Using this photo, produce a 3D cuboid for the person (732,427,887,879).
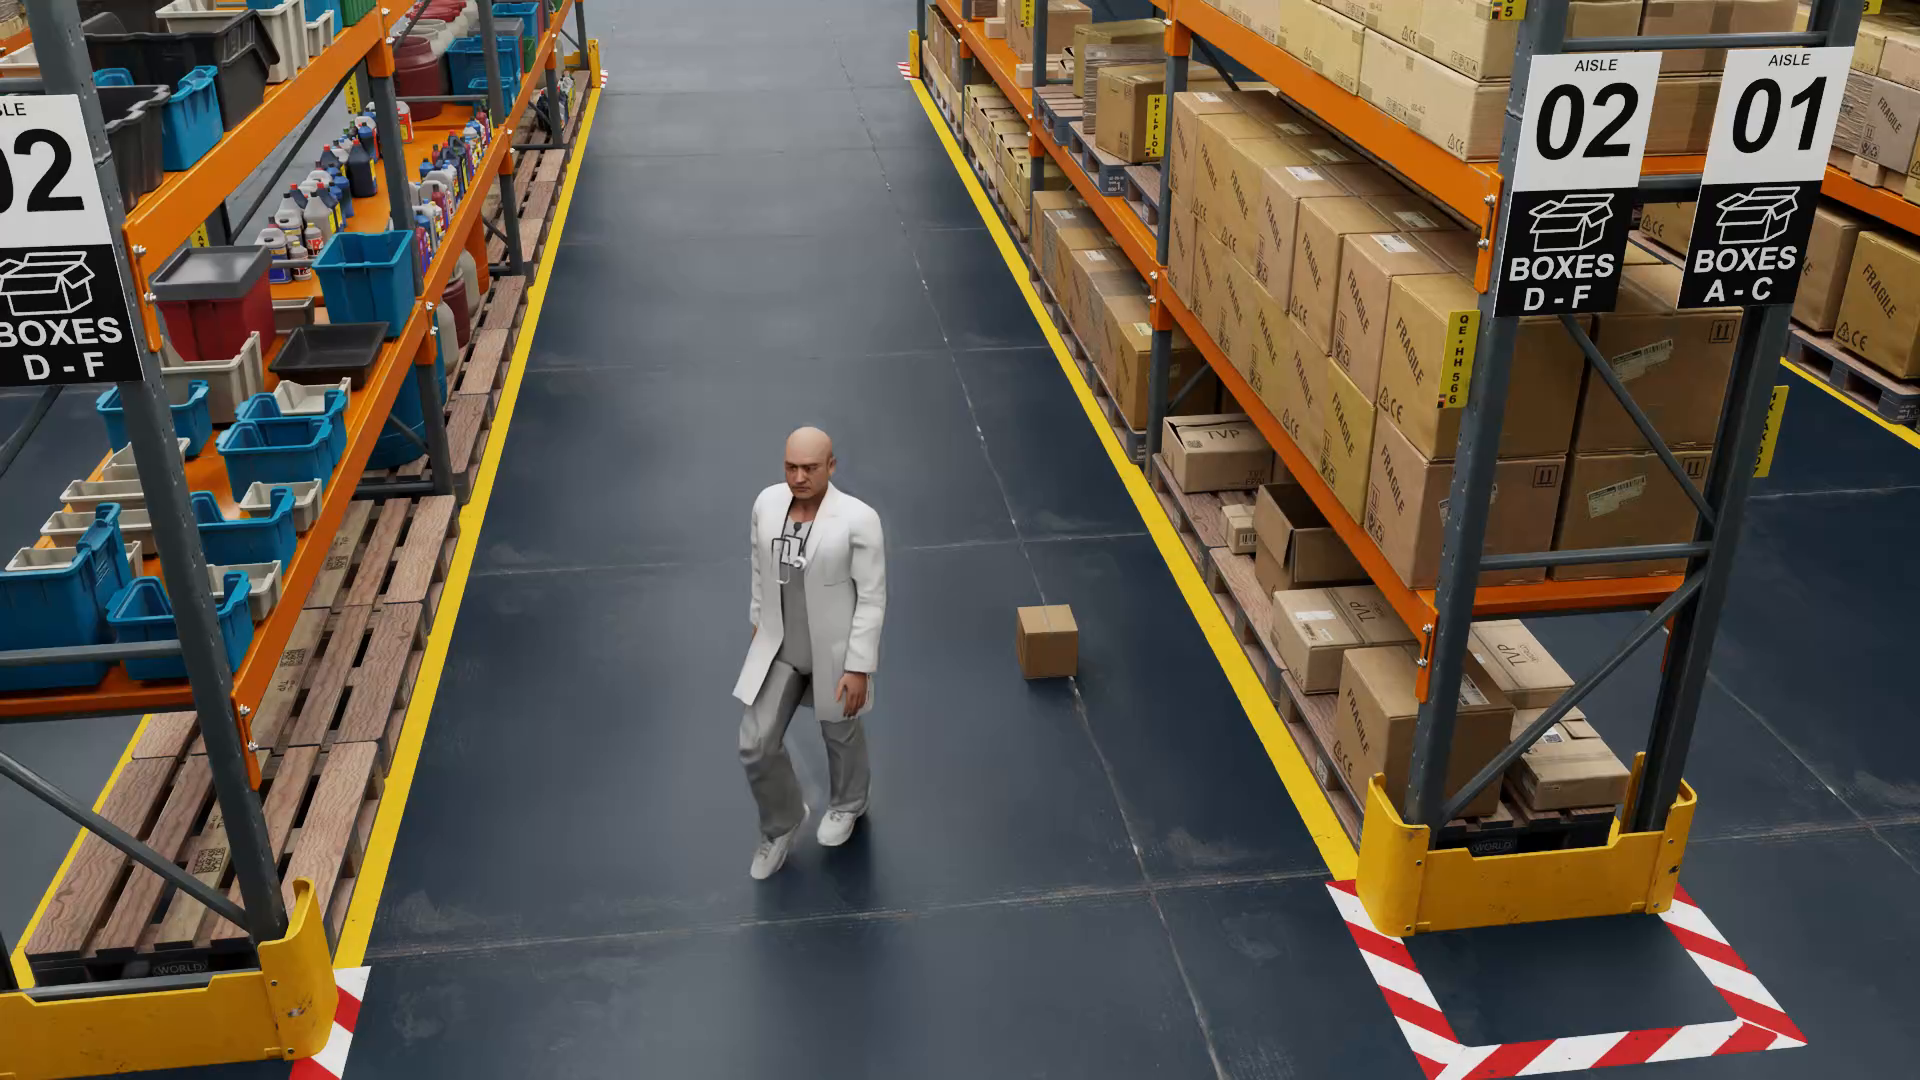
[{"bbox_3d":[-0.556,0.441,6.280,0.623,1.845,0.580,9,28,17],"label":"person"}]
